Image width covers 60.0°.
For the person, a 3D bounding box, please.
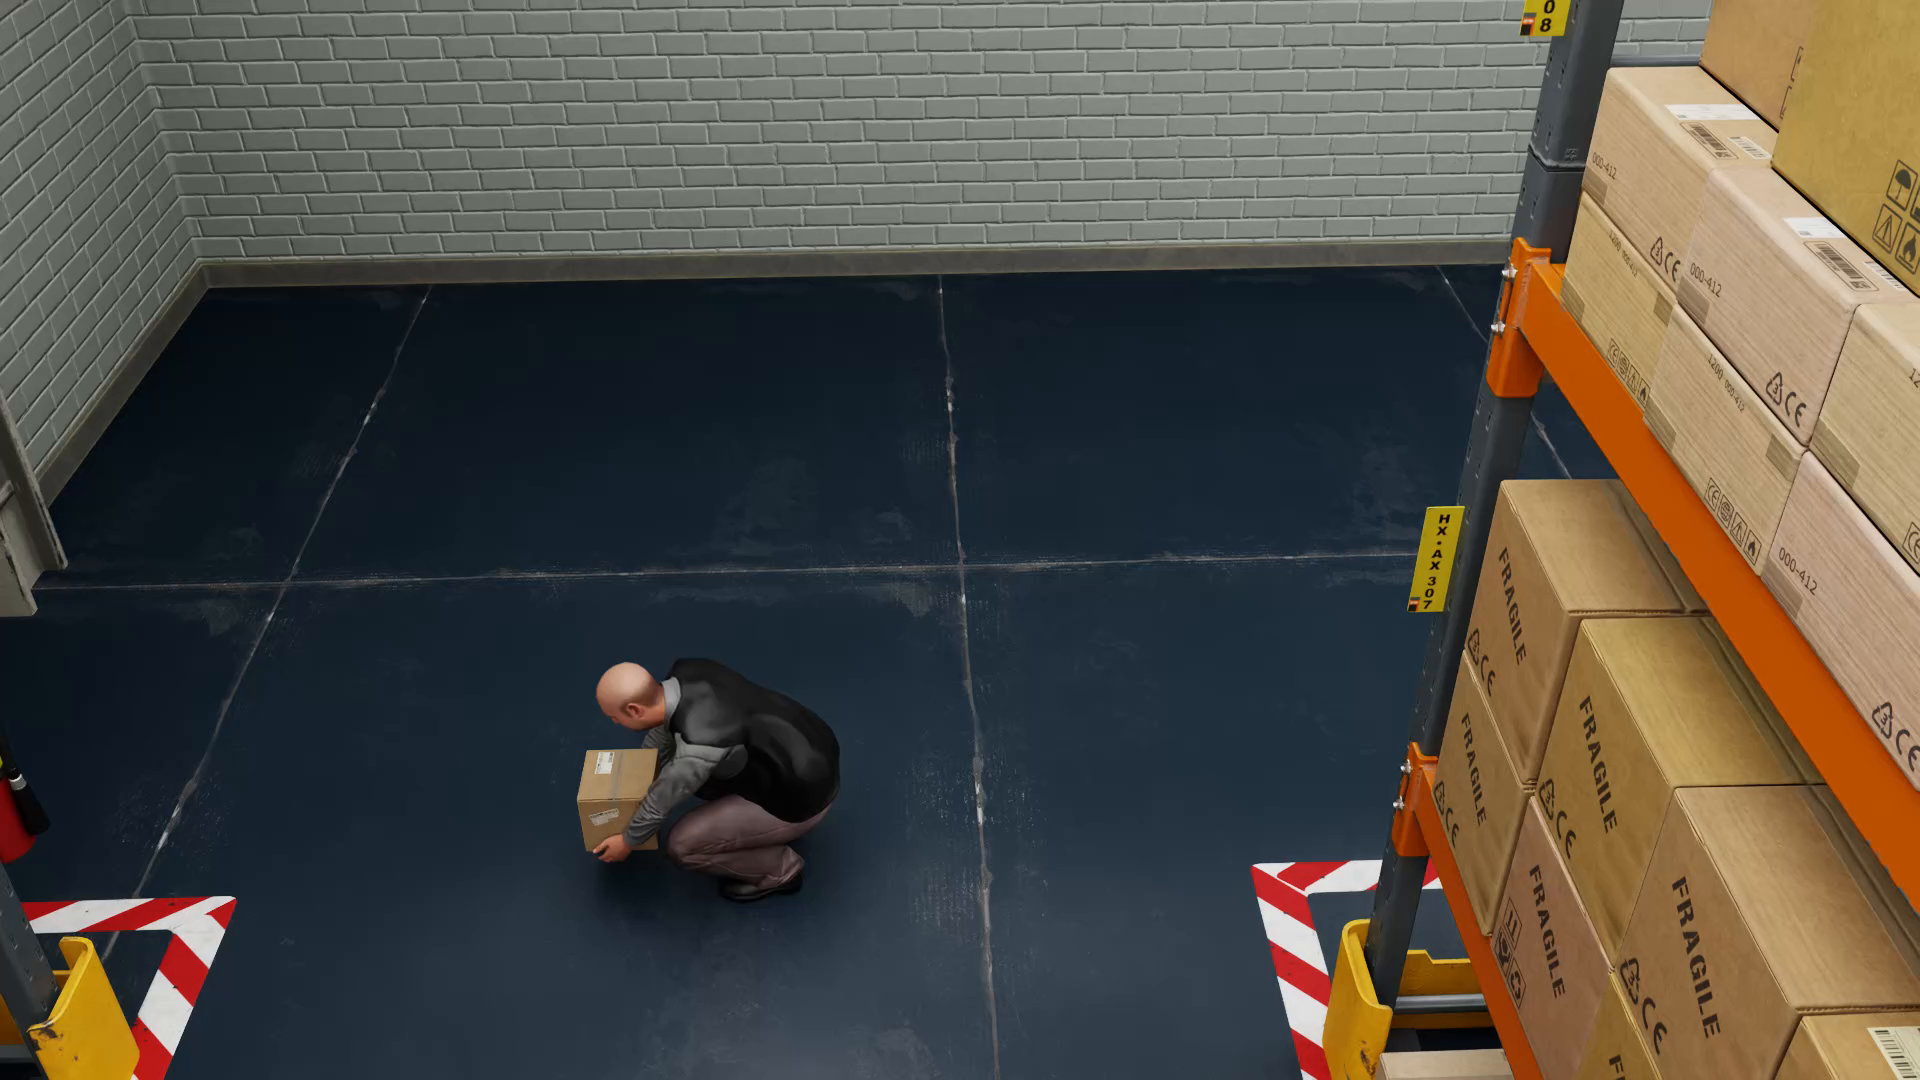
[{"bbox_3d":[-0.844,0.776,5.727,0.857,0.969,0.529,-2,35,-2],"label":"person"}]
